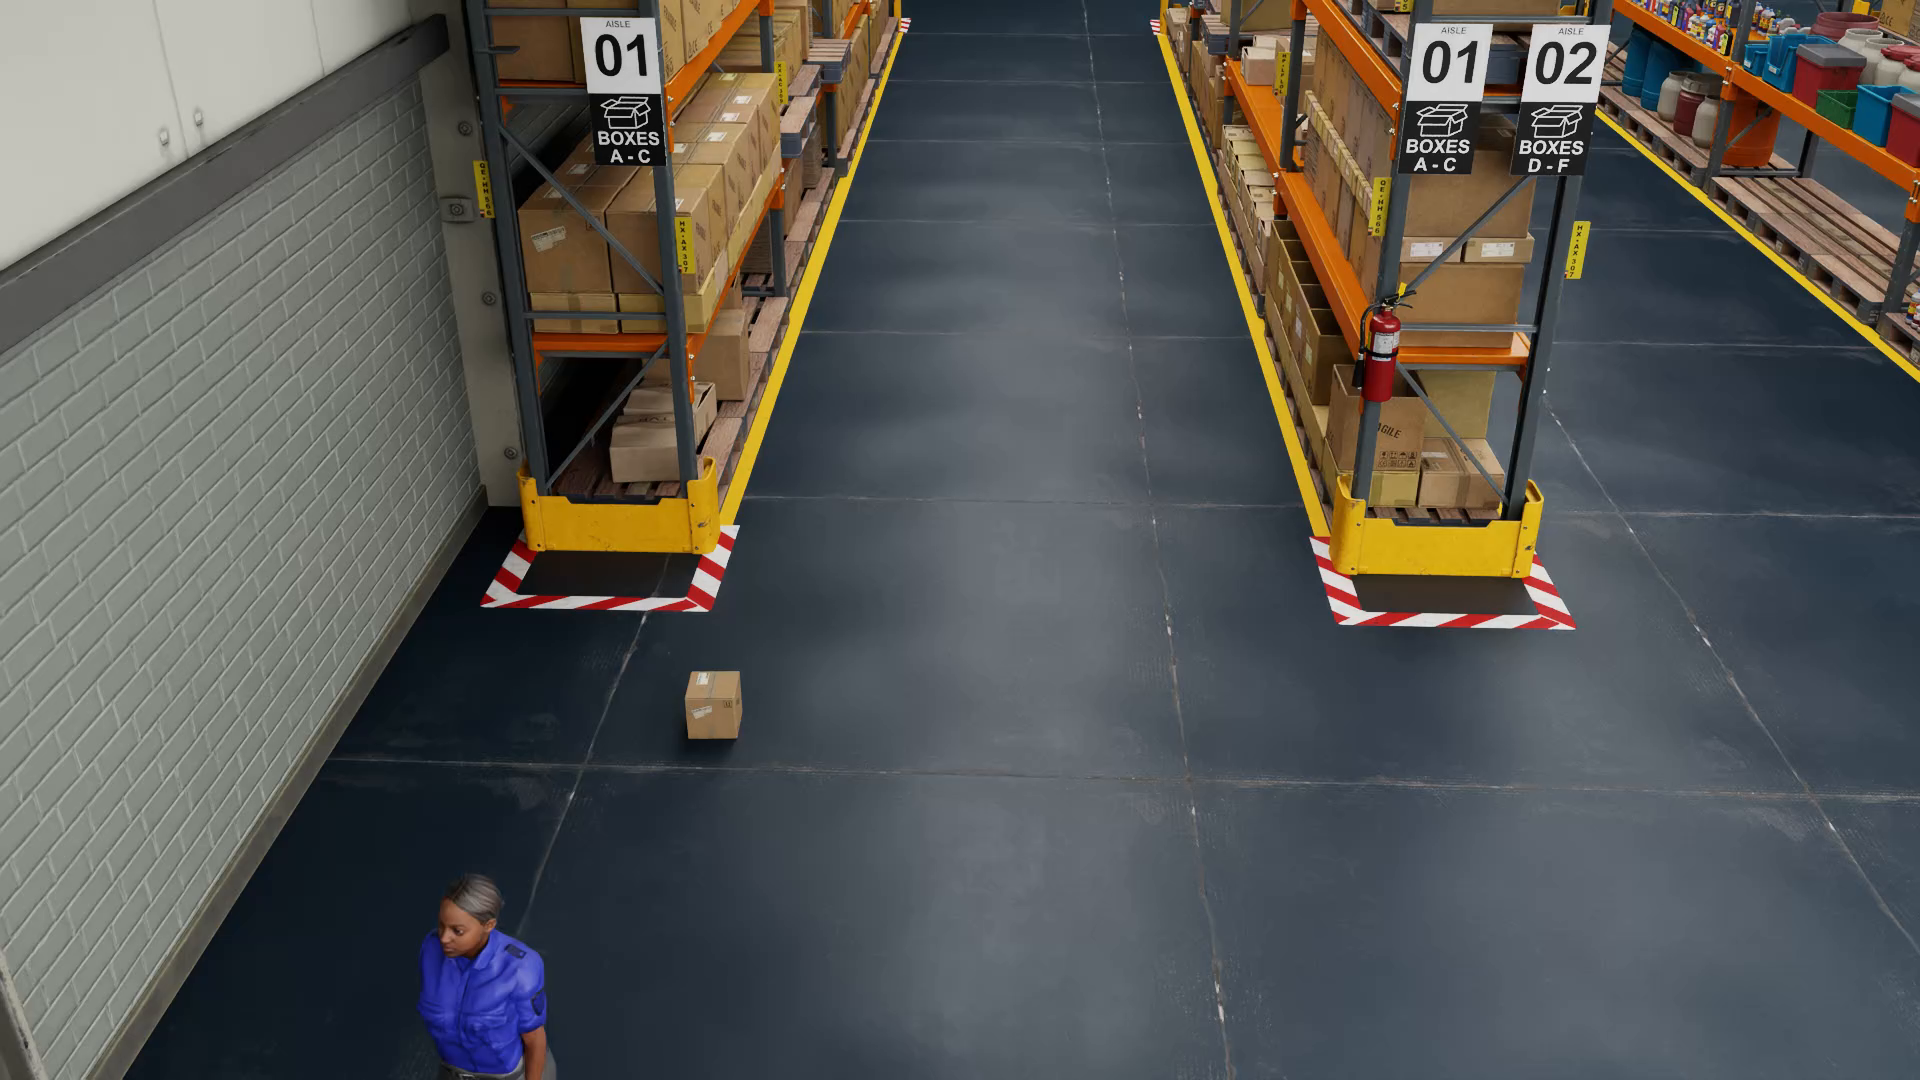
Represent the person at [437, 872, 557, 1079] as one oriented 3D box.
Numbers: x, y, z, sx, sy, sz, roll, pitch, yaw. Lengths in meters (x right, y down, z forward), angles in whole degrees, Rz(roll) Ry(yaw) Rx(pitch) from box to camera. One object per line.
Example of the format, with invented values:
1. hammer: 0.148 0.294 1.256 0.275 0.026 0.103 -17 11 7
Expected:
1. person: -1.498 1.695 5.340 0.444 1.577 0.440 7 29 13
